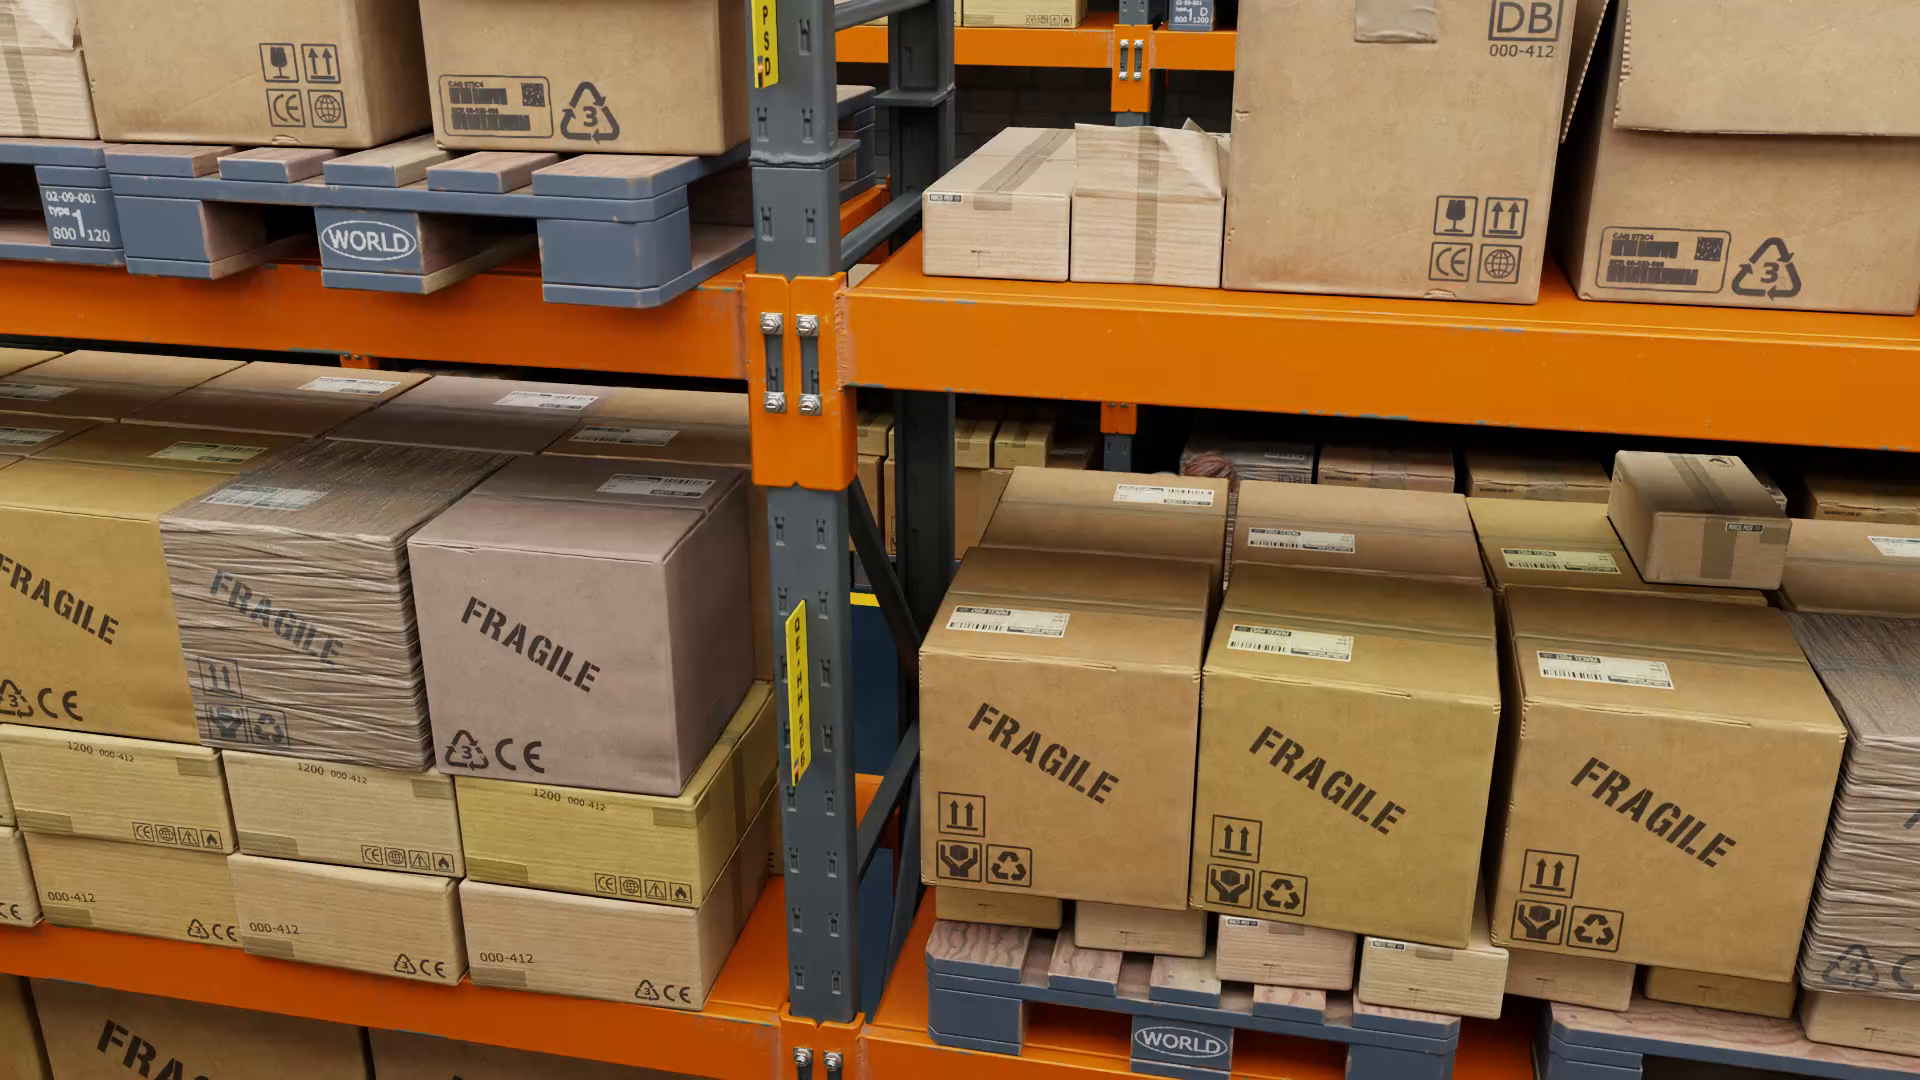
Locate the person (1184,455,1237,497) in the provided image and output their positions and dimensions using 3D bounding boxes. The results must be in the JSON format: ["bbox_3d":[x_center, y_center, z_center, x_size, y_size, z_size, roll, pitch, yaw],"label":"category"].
[{"bbox_3d":[0.808,0.198,7.182,0.710,1.175,0.462,3,22,7],"label":"person"}]
